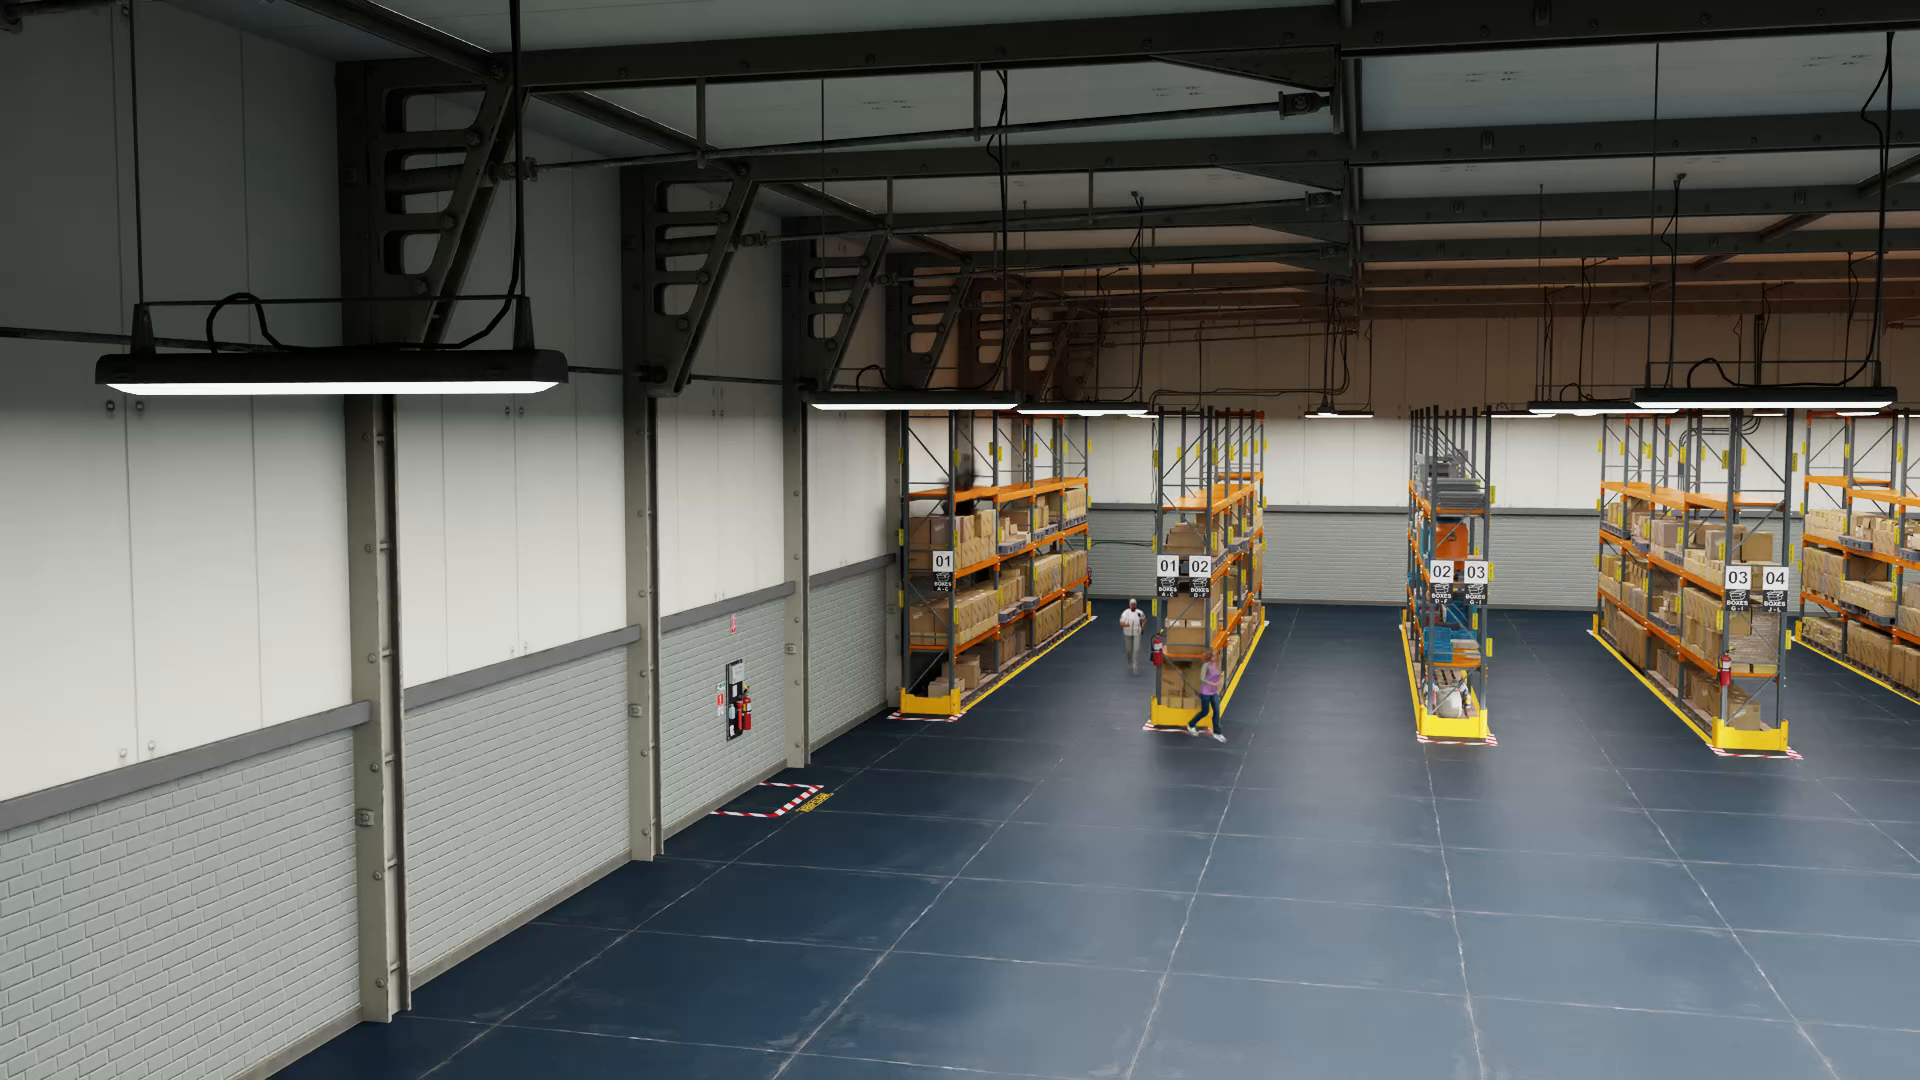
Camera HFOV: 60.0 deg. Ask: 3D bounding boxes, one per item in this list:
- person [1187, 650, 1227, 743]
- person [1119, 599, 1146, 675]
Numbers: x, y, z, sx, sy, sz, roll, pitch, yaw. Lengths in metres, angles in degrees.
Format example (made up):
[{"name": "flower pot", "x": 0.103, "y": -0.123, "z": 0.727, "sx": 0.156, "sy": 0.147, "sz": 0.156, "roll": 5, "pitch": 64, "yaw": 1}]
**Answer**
[{"name": "person", "x": 4.386, "y": 2.738, "z": 29.417, "sx": 0.777, "sy": 1.623, "sz": 0.561, "roll": 4, "pitch": 6, "yaw": 44}, {"name": "person", "x": 3.911, "y": 2.169, "z": 37.667, "sx": 0.606, "sy": 1.657, "sz": 0.873, "roll": 0, "pitch": 4, "yaw": 6}]
